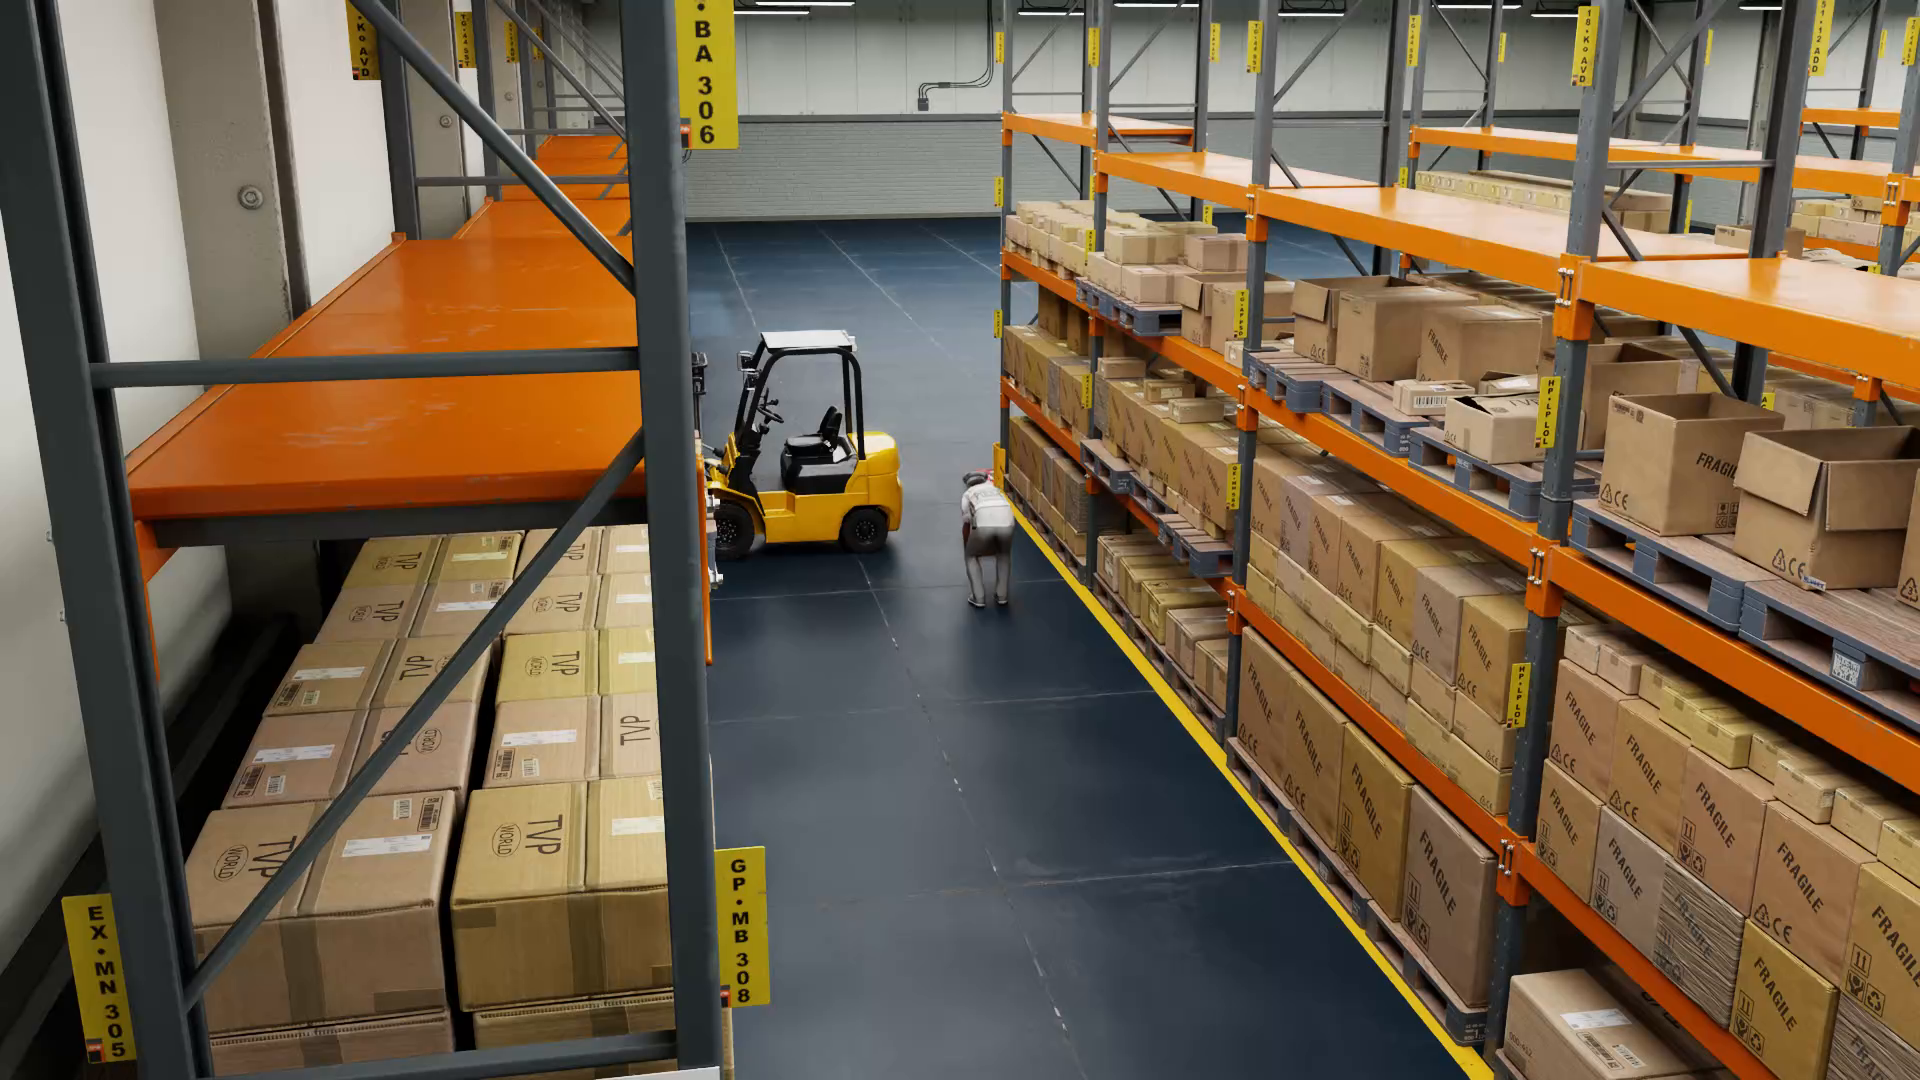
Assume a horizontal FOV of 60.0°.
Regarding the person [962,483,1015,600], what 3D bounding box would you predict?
[{"bbox_3d":[0.270,0.019,15.505,0.440,1.032,0.638,-4,17,-13],"label":"person"}]
